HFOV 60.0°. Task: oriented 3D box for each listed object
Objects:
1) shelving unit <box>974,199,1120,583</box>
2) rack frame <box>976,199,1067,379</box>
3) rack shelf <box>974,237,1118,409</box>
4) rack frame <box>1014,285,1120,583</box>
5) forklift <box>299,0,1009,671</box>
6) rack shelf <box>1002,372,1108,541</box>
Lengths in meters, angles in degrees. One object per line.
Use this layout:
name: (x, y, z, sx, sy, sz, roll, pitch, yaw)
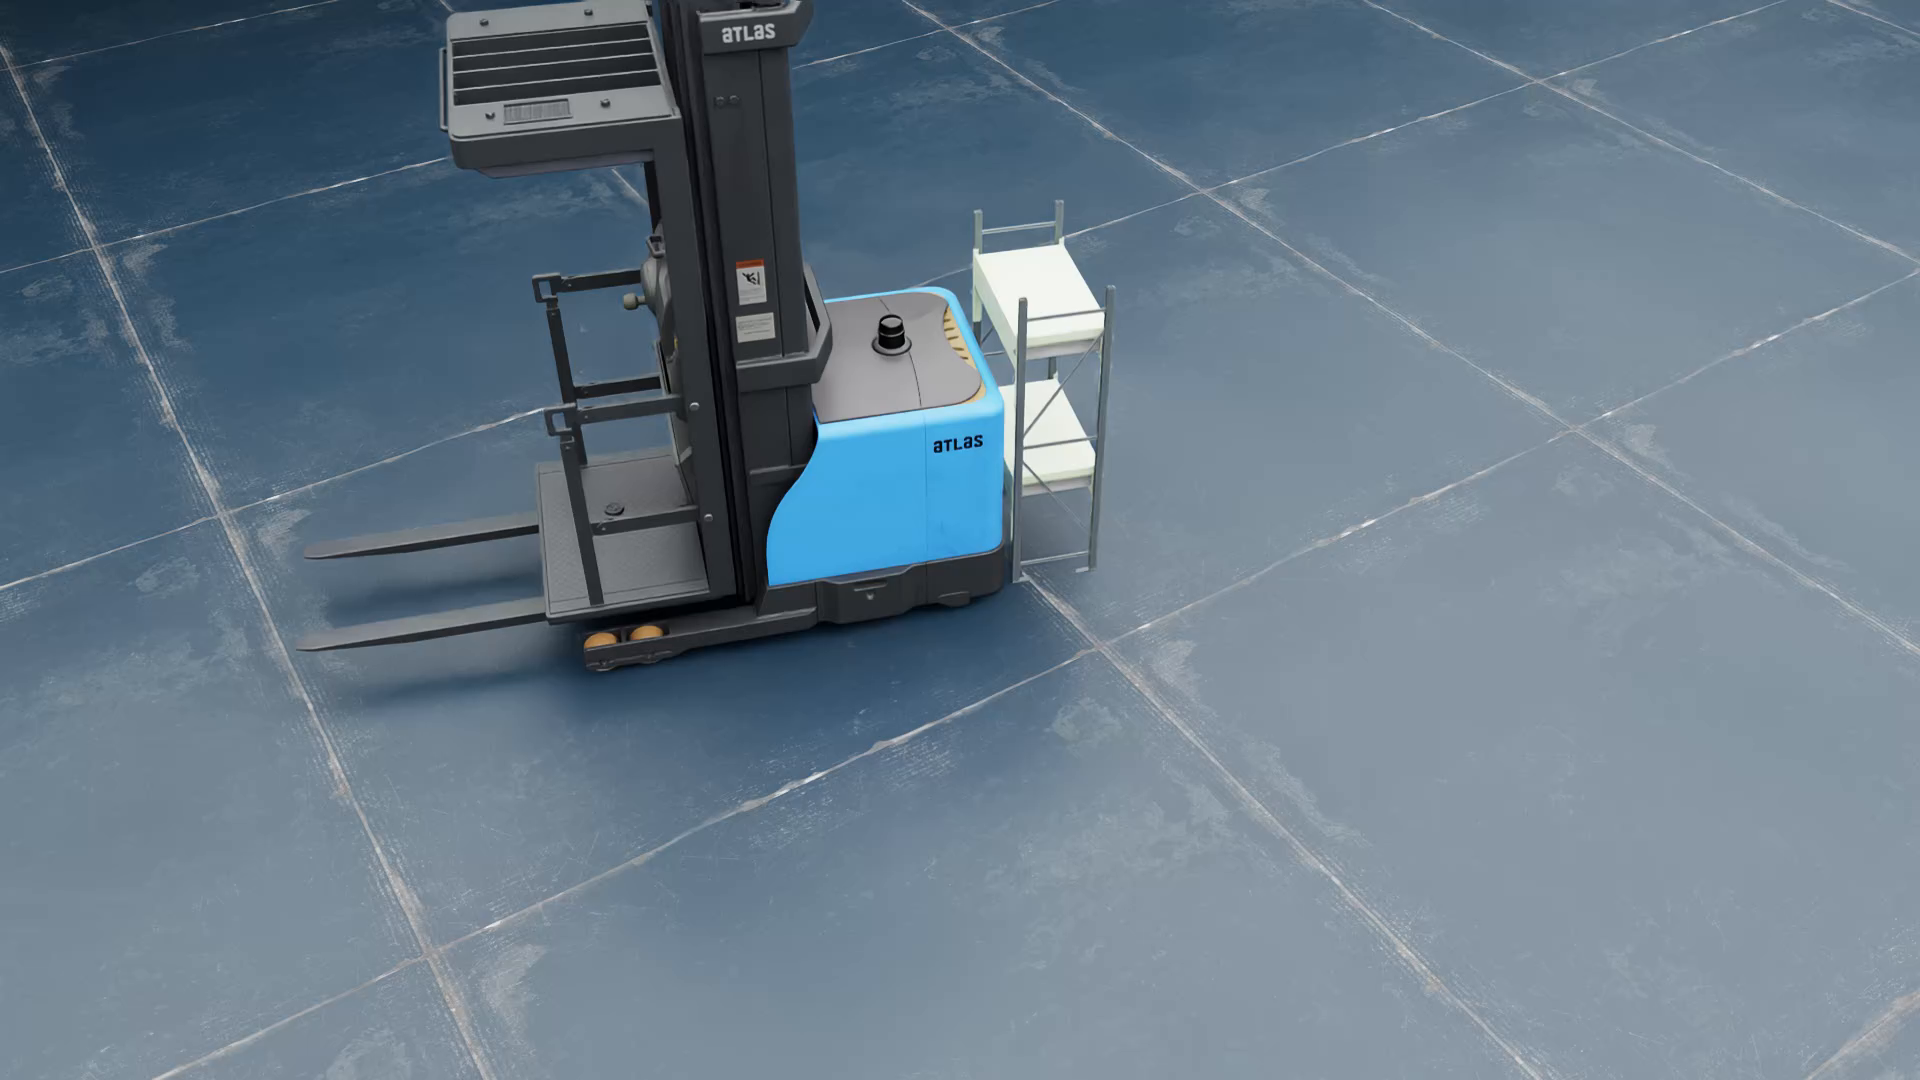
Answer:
shelving unit: (0.358, -0.644, 7.411, 0.431, 1.500, 0.755, -9, 41, -11)
rack frame: (0.270, -0.871, 7.684, 0.400, 1.500, 0.023, -9, 41, -11)
rack shelf: (0.358, -0.944, 7.161, 0.431, 0.370, 0.720, -9, 41, -11)
rack frame: (0.445, -0.416, 7.138, 0.400, 1.500, 0.023, -9, 41, -11)
forklift: (-1.359, -0.941, 6.650, 3.031, 2.935, 1.130, -9, 41, -11)
rack shelf: (0.358, -0.393, 7.620, 0.431, 0.370, 0.720, -9, 41, -11)
